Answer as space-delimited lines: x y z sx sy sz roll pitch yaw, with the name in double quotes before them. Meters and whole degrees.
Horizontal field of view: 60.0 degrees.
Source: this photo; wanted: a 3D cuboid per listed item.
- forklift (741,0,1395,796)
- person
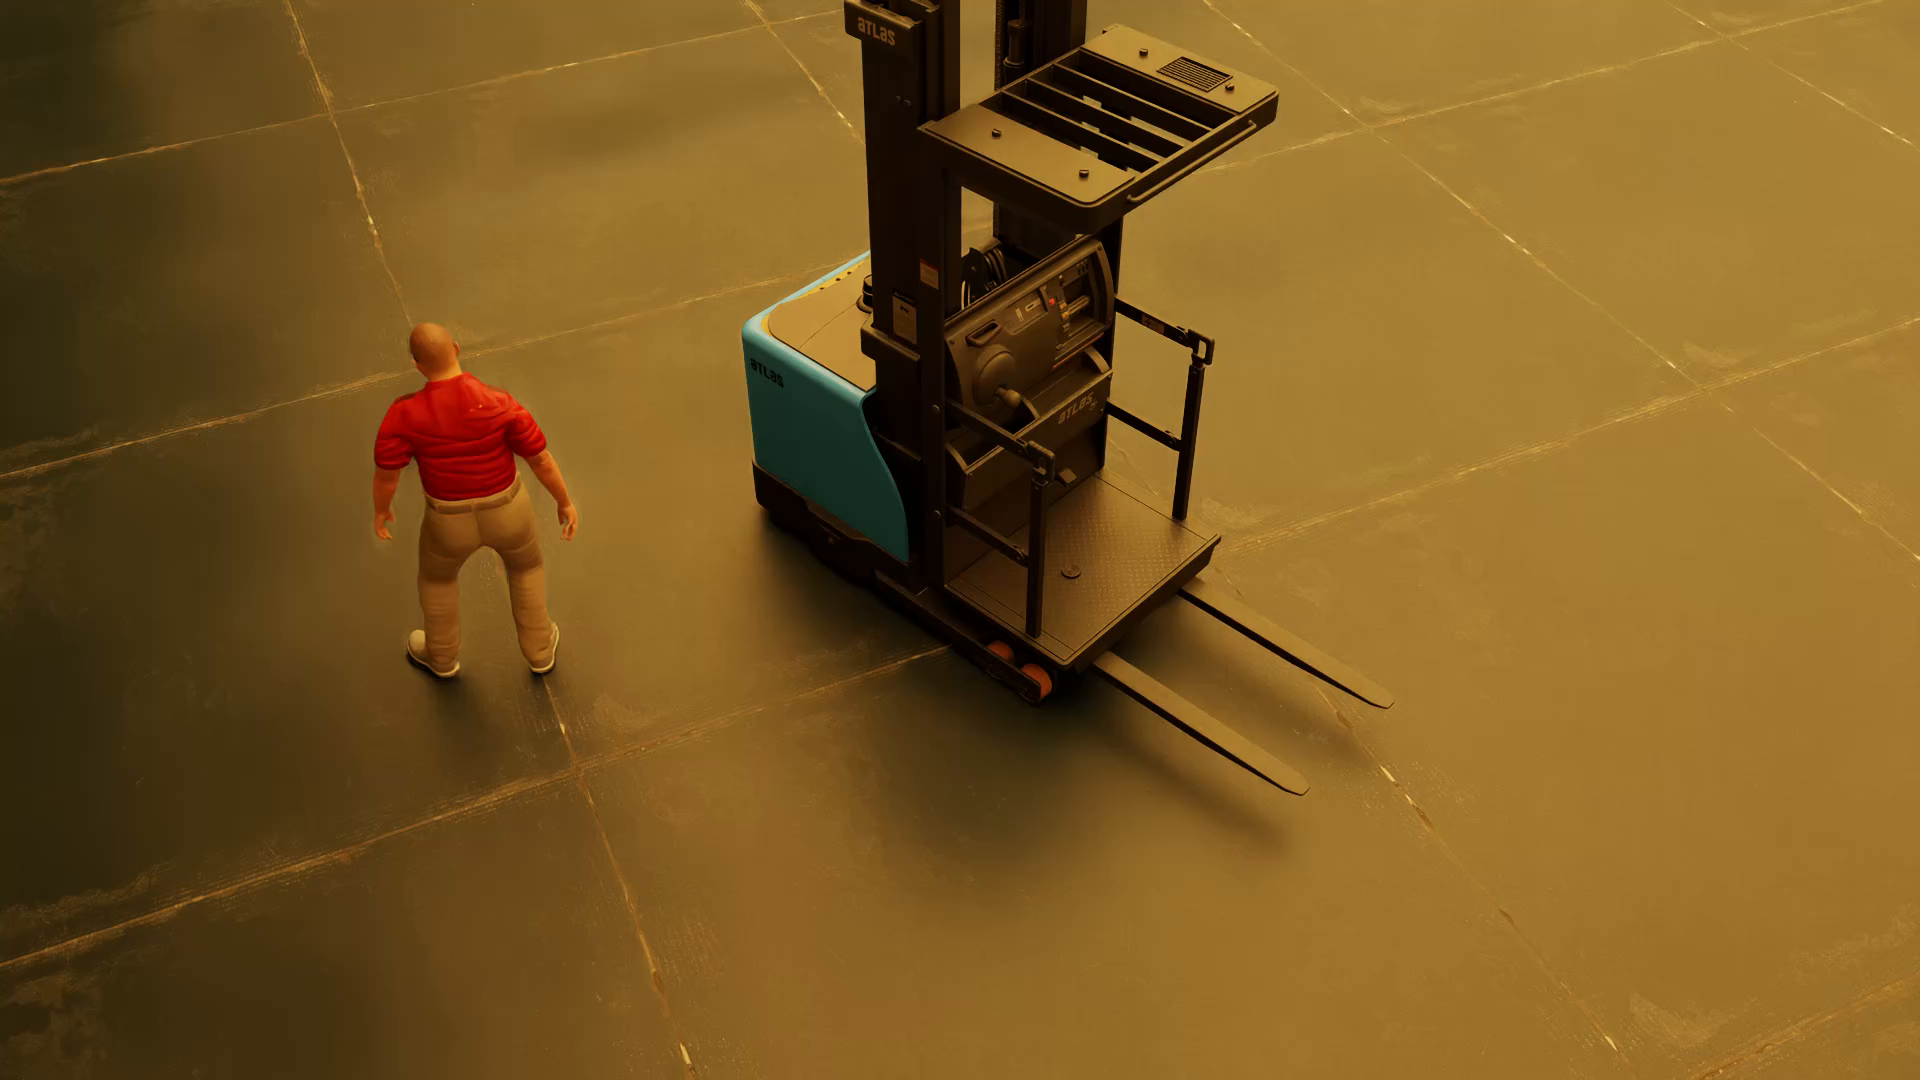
"forklift" 0.445 -0.788 6.525 3.031 2.935 1.130 32 52 30
"person" -1.986 -0.129 6.722 0.842 1.702 0.382 -10 44 -10
